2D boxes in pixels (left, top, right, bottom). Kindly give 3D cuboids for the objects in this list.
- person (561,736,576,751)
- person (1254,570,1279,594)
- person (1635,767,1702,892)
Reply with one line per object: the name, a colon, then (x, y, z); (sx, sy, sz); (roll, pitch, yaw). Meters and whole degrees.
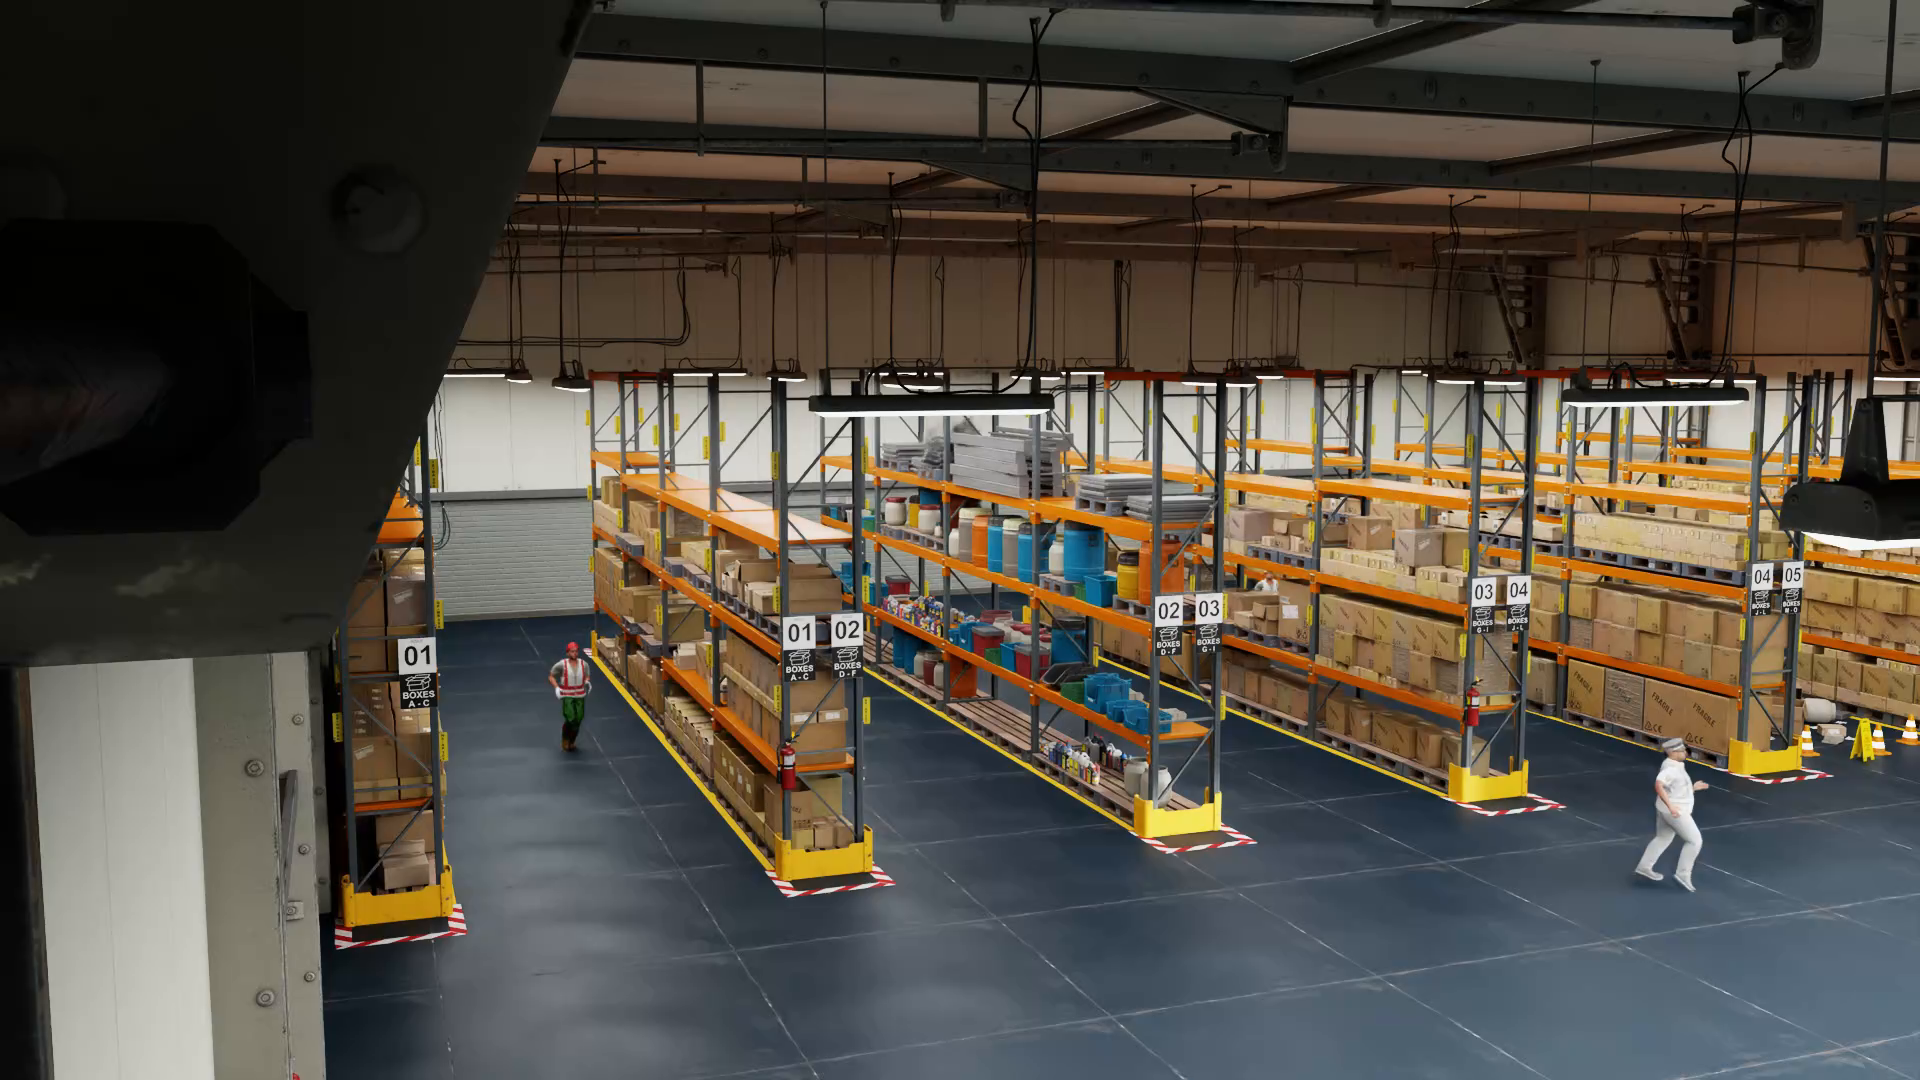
person: (-6.273, 3.181, 26.618); (0.242, 0.343, 0.302); (-4, 8, -33)
person: (6.665, 1.456, 35.951); (0.619, 1.768, 0.722); (-2, 7, -16)
person: (8.445, 3.438, 19.811); (0.686, 1.487, 0.445); (1, 6, 8)
